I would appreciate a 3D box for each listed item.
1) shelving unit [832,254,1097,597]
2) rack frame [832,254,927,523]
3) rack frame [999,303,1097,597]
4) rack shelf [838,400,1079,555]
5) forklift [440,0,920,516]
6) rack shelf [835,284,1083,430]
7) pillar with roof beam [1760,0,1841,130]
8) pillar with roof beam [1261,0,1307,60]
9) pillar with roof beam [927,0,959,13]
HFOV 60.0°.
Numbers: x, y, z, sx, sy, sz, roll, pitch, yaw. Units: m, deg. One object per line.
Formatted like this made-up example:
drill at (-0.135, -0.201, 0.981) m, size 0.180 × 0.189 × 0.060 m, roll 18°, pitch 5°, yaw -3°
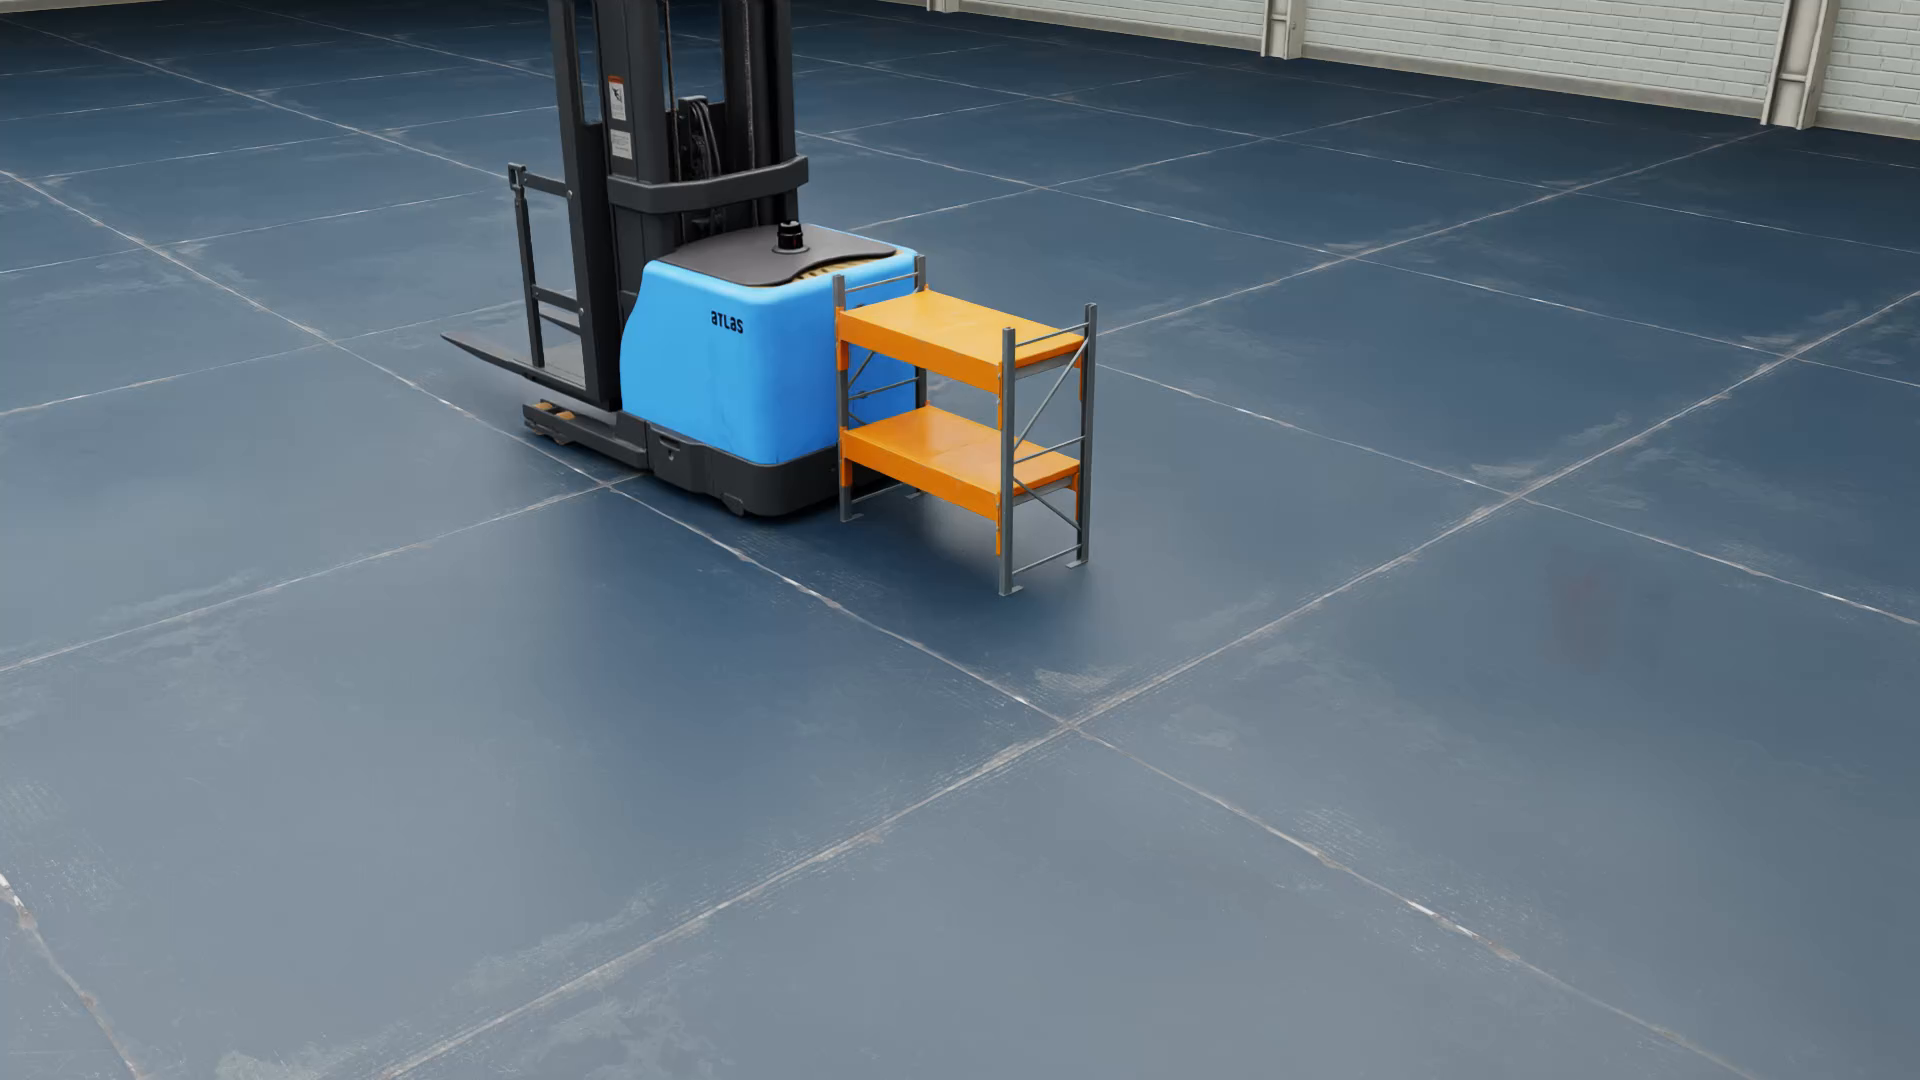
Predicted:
shelving unit at (0.005, -0.510, 7.012) m, size 0.538 × 1.125 × 1.048 m, roll -21°, pitch 32°, yaw -38°
rack frame at (-0.343, -0.664, 7.350) m, size 0.500 × 1.125 × 0.032 m, roll -21°, pitch 32°, yaw -38°
rack frame at (0.352, -0.356, 6.674) m, size 0.500 × 1.125 × 0.032 m, roll -21°, pitch 32°, yaw -38°
rack shelf at (0.005, -0.287, 7.114) m, size 0.538 × 0.278 × 1.000 m, roll -21°, pitch 32°, yaw -38°
forklift at (-1.564, -1.944, 7.980) m, size 3.031 × 2.935 × 1.130 m, roll 22°, pitch 32°, yaw 39°
rack shelf at (0.005, -0.776, 6.891) m, size 0.538 × 0.278 × 1.000 m, roll -21°, pitch 32°, yaw -38°
pillar with roof beam at (4.823, -6.869, 11.466) m, size 9.100 × 9.000 × 0.400 m, roll -21°, pitch 32°, yaw -38°
pillar with roof beam at (0.722, -8.687, 15.450) m, size 9.100 × 9.000 × 0.400 m, roll -21°, pitch 32°, yaw -38°
pillar with roof beam at (-3.379, -10.505, 19.435) m, size 9.100 × 9.000 × 0.400 m, roll -21°, pitch 32°, yaw -38°
